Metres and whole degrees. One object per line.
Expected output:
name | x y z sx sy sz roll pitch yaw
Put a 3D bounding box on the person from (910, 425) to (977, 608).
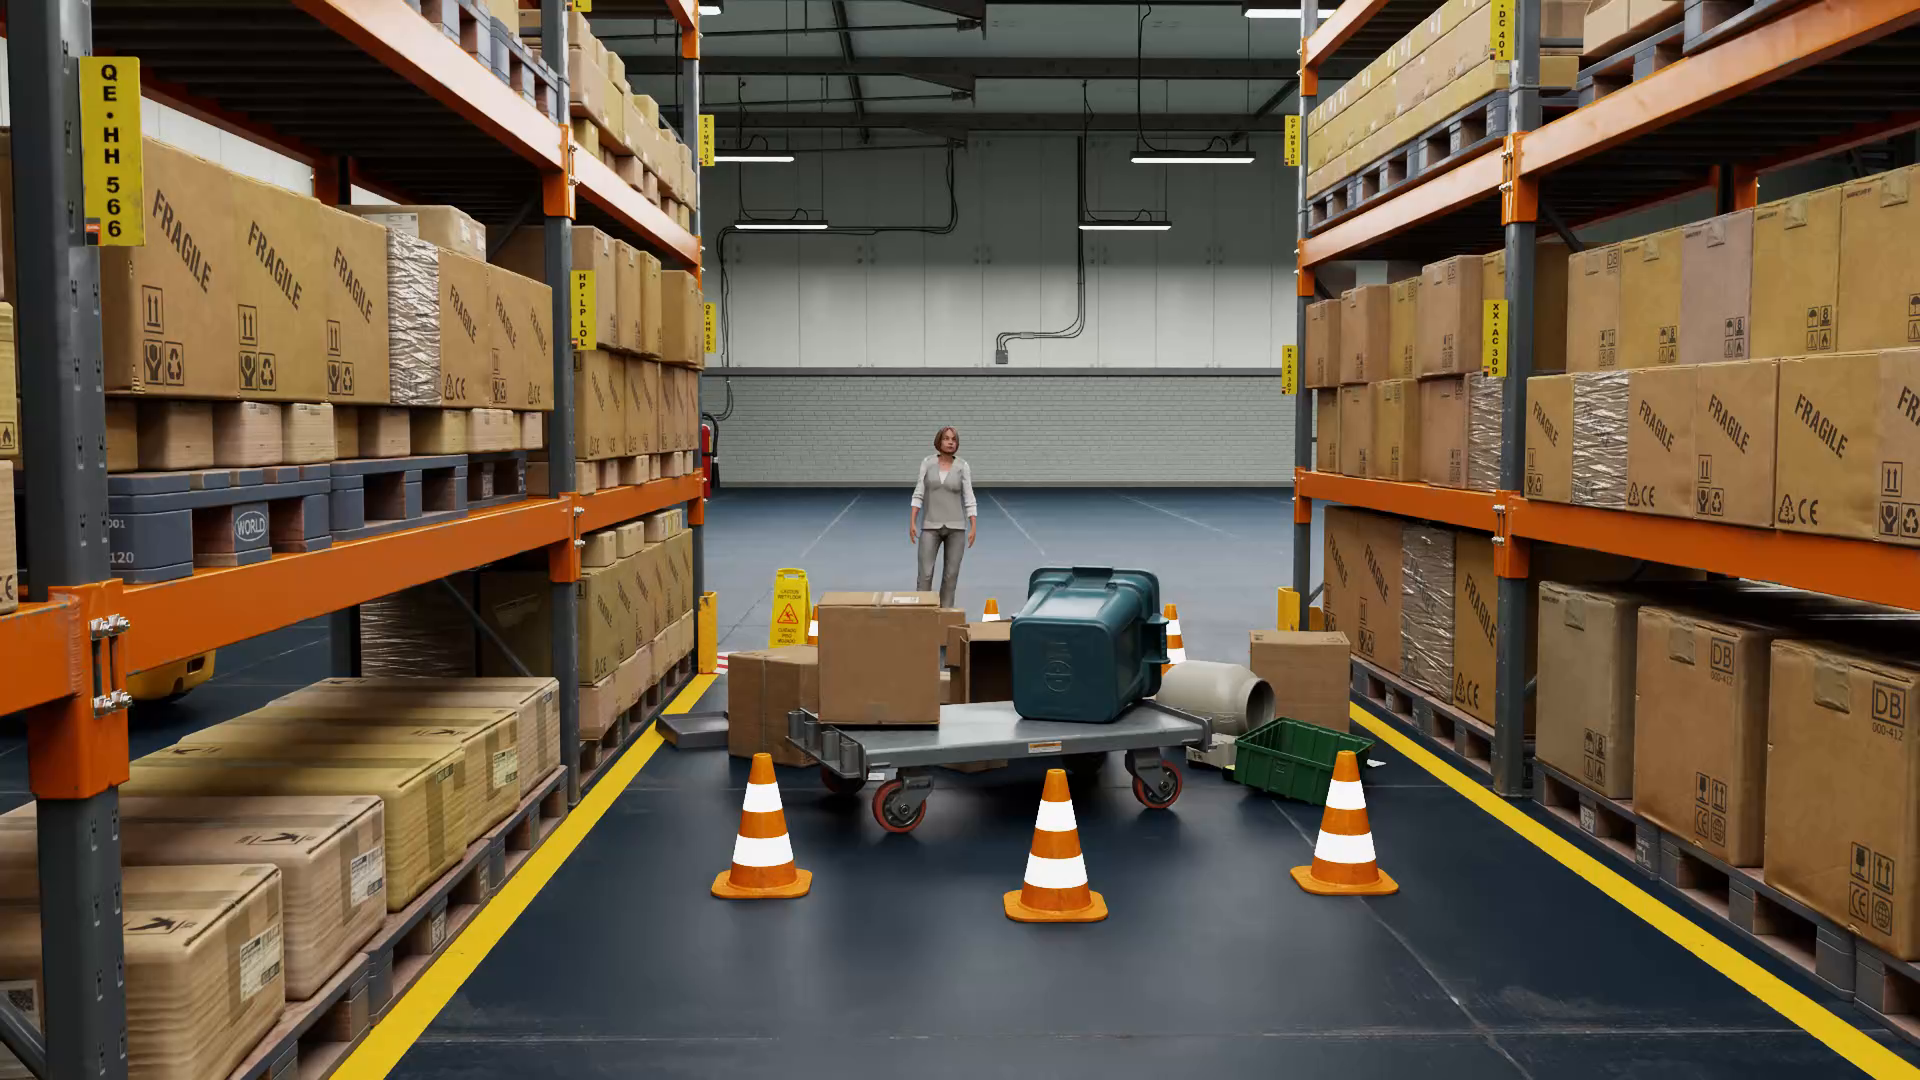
person | -0.133 -0.054 12.369 0.519 1.598 0.474 0 4 -1
